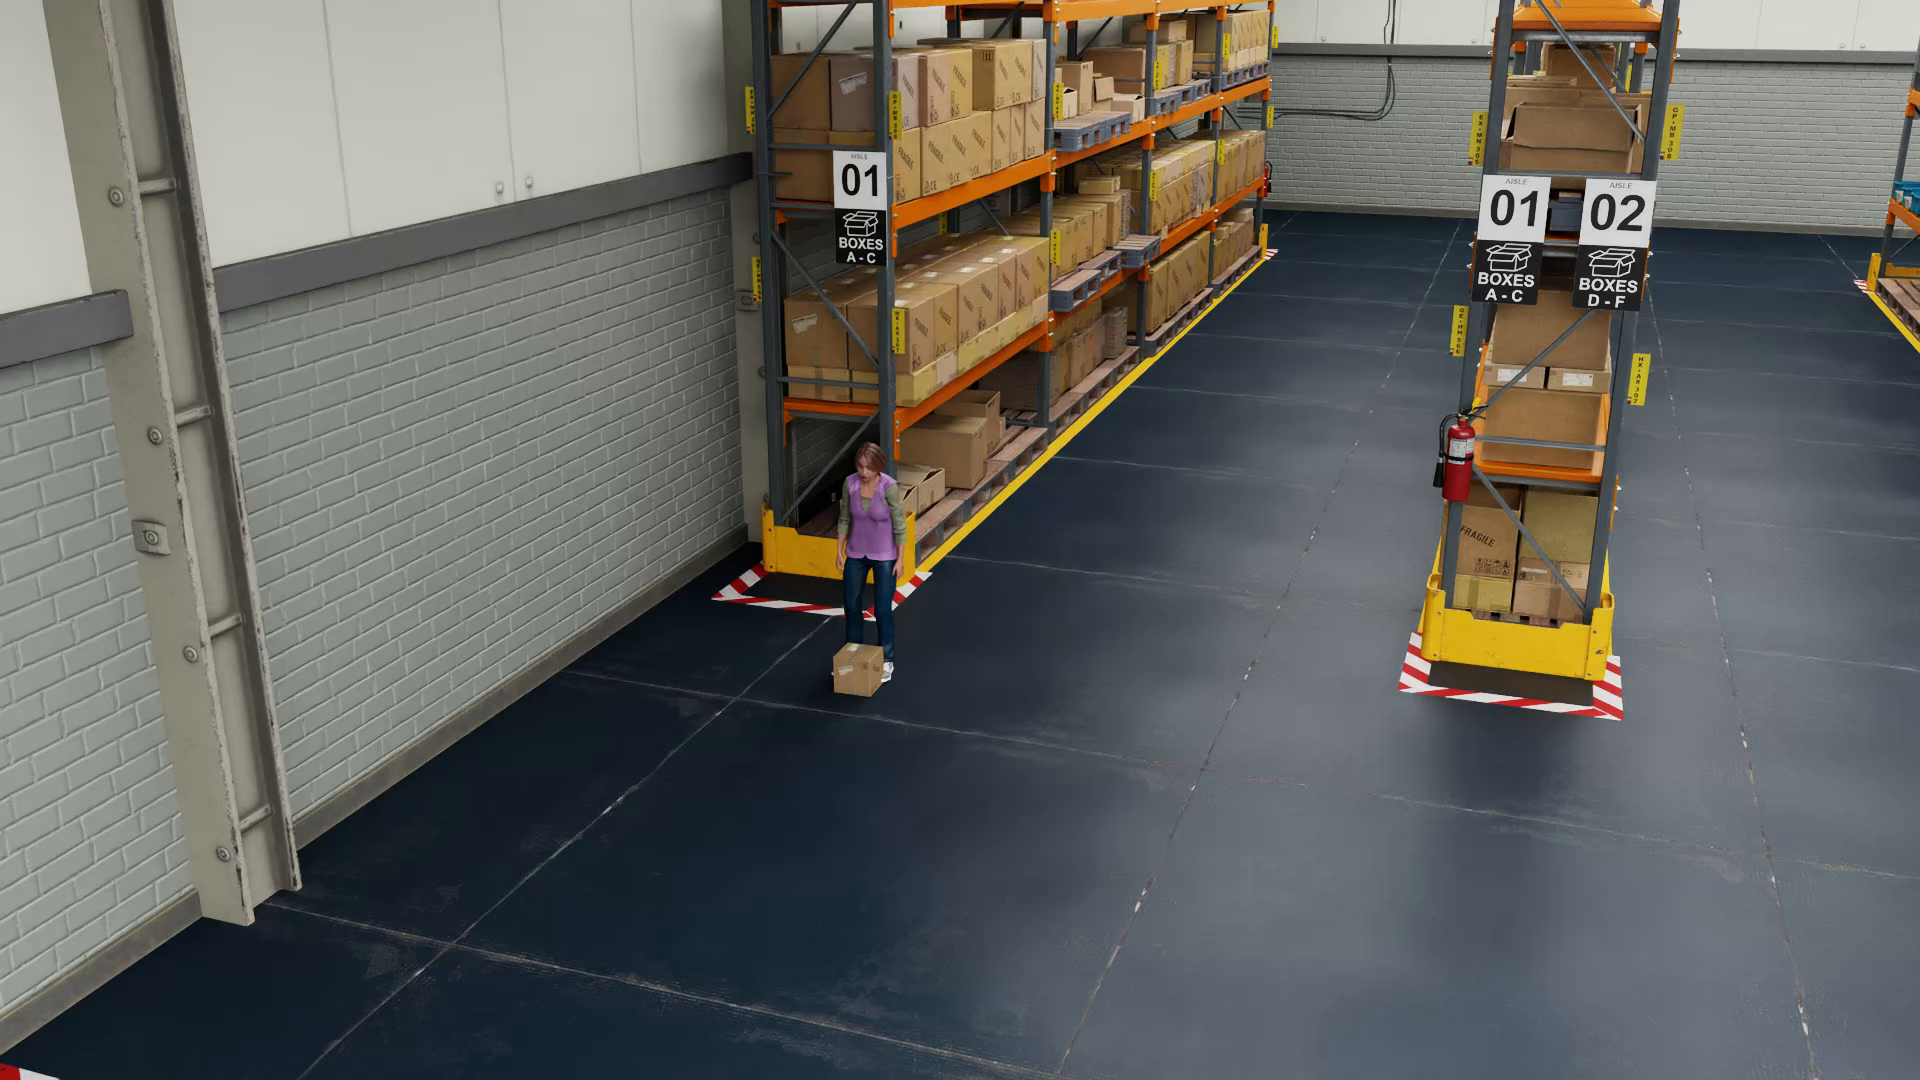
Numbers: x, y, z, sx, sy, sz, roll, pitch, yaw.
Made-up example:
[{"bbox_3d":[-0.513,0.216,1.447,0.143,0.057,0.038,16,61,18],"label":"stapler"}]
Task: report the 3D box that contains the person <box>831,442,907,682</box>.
[{"bbox_3d":[-0.580,0.127,10.712,0.483,1.592,0.347,5,20,15],"label":"person"}]
